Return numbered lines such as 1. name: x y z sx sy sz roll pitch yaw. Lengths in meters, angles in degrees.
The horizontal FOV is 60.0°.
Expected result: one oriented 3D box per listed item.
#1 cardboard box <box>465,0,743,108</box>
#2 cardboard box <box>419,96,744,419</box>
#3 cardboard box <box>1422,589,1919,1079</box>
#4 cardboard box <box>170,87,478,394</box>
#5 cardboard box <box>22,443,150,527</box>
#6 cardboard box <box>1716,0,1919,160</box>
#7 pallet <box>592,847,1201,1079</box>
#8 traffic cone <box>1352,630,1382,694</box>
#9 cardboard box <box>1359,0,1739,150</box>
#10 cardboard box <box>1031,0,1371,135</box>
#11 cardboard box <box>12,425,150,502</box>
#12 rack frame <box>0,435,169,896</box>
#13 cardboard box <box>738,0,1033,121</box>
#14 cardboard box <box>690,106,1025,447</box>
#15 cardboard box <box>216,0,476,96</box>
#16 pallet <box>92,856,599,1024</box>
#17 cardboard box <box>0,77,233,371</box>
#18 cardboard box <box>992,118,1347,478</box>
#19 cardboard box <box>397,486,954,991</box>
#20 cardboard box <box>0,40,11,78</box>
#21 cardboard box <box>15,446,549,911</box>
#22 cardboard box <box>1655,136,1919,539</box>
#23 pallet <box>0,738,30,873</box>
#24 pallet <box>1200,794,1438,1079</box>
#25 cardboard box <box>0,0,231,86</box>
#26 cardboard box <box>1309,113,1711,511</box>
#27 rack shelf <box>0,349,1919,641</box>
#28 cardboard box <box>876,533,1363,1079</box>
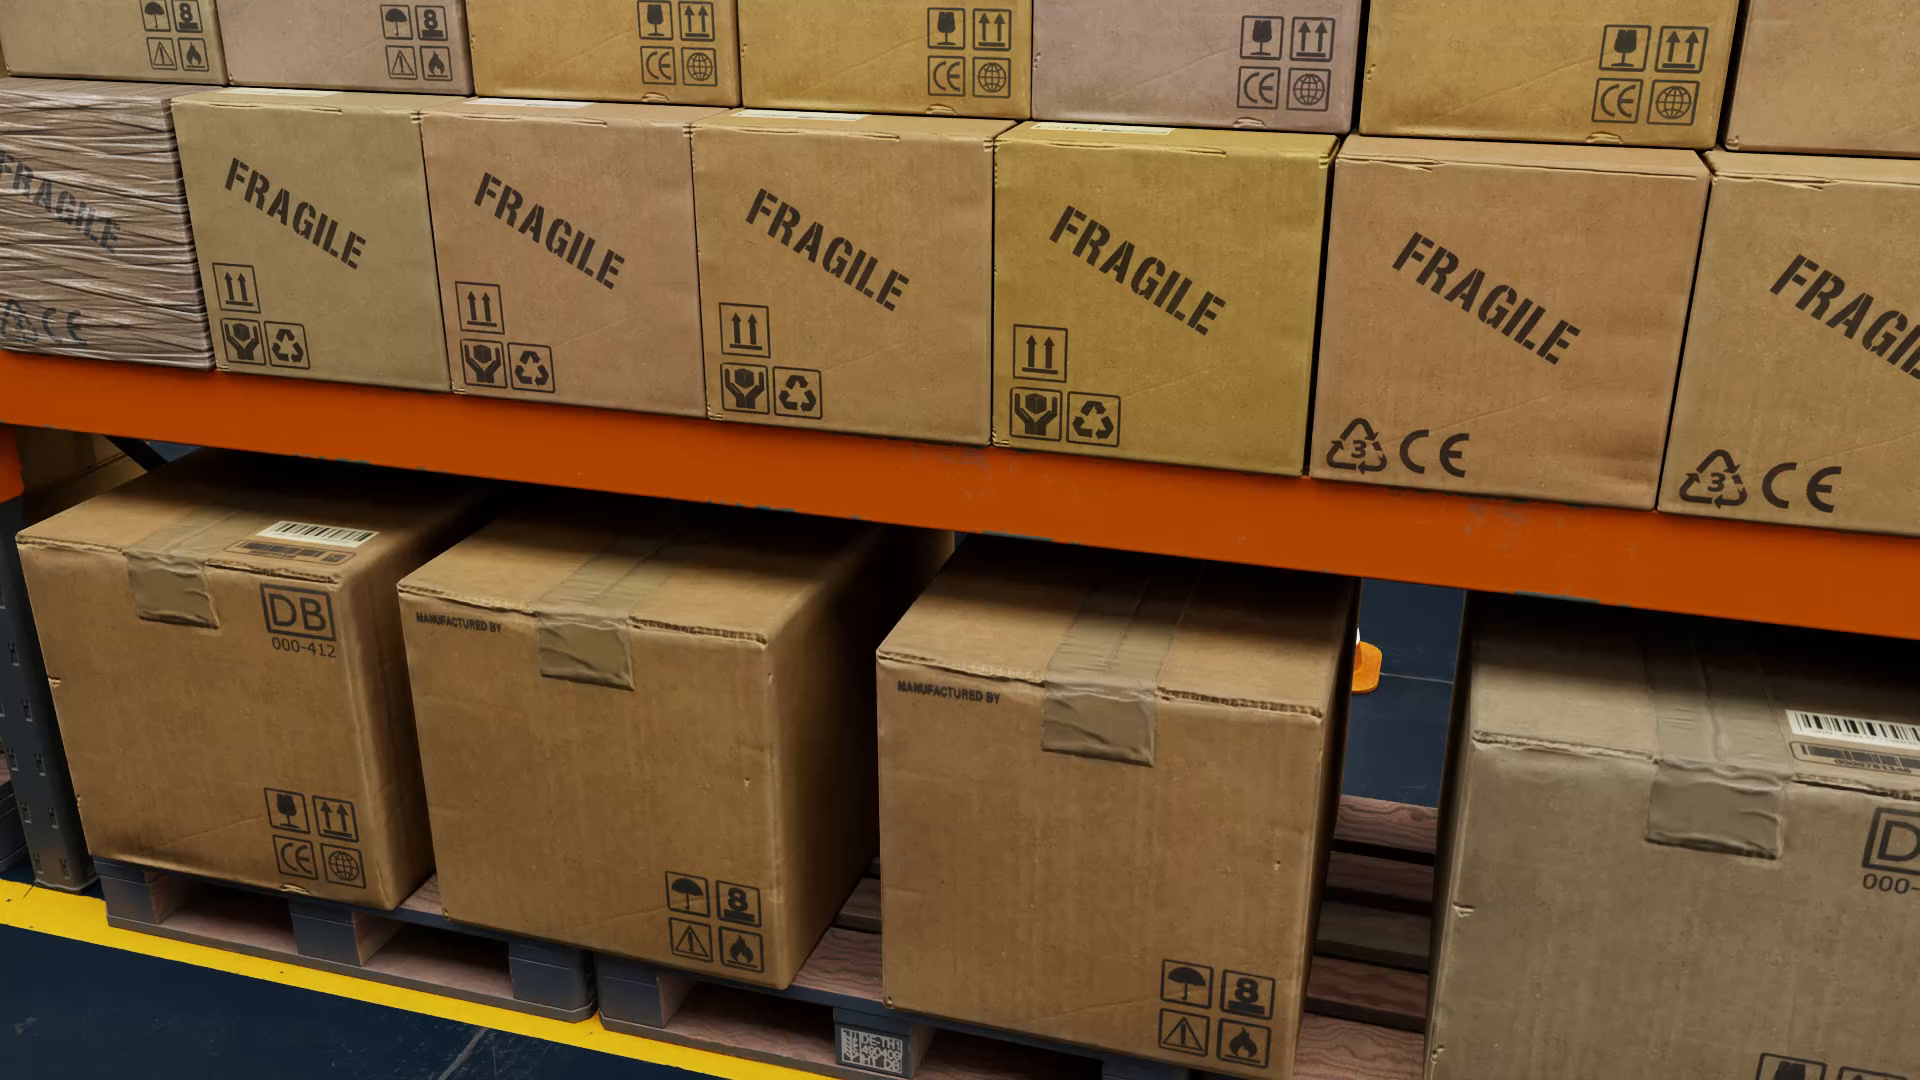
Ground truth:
1. cardboard box: -0.518 -1.110 3.074 0.500 0.500 0.700 6 23 15
2. cardboard box: -0.599 -0.553 3.034 0.500 0.500 0.500 7 23 15
3. cardboard box: 1.288 0.485 3.045 0.750 0.750 1.050 6 23 15
4. cardboard box: -1.082 -0.609 3.170 0.500 0.500 0.500 6 23 15
5. cardboard box: -2.525 0.028 4.491 0.500 0.500 0.500 6 23 13
6. cardboard box: 1.431 -0.887 2.531 0.500 0.500 0.700 6 23 15
7. pallet: -0.024 0.774 3.605 1.213 0.211 1.003 7 23 16
8. traffic cone: 1.060 0.152 4.789 0.334 0.463 0.336 7 23 16
9. cardboard box: 0.938 -0.943 2.666 0.500 0.500 0.700 6 23 15
10. cardboard box: 0.454 -0.998 2.802 0.500 0.500 0.700 7 23 16
11. cardboard box: -2.512 -0.313 4.332 0.500 0.250 0.500 5 23 13
12. rack frame: -1.921 -0.764 3.681 0.127 3.000 1.000 7 23 16
13. cardboard box: -0.029 -1.054 2.938 0.500 0.500 0.700 6 23 15
14. cardboard box: -0.123 -0.498 2.899 0.500 0.500 0.500 6 23 15
15. cardboard box: -1.010 -1.165 3.210 0.500 0.500 0.700 6 23 15
16. pallet: -1.188 0.640 3.933 1.213 0.211 1.003 7 23 16
17. cardboard box: -1.570 -0.663 3.303 0.500 0.500 0.500 7 23 16
18. cardboard box: 0.364 -0.443 2.766 0.500 0.500 0.500 7 23 16
19. cardboard box: -0.526 0.276 3.555 0.750 0.750 1.050 7 23 16
20. cardboard box: -2.326 -1.106 3.899 0.250 0.149 0.380 8 24 18
21. cardboard box: -1.364 0.182 3.786 0.750 0.750 1.050 6 23 15
22. cardboard box: 1.331 -0.332 2.496 0.500 0.500 0.500 6 23 15
23. pallet: -2.669 0.440 4.420 1.213 0.211 1.003 7 23 16
24. pallet: 1.148 0.907 3.281 1.213 0.211 1.003 7 23 16
25. cardboard box: -1.494 -1.220 3.343 0.500 0.500 0.700 6 23 15
26. cardboard box: 0.848 -0.388 2.631 0.500 0.500 0.500 6 23 15
27. rack shelf: -0.007 -0.212 3.283 4.000 0.370 1.077 7 23 16
28. cardboard box: 0.365 0.378 3.307 0.750 0.750 1.050 7 23 15
